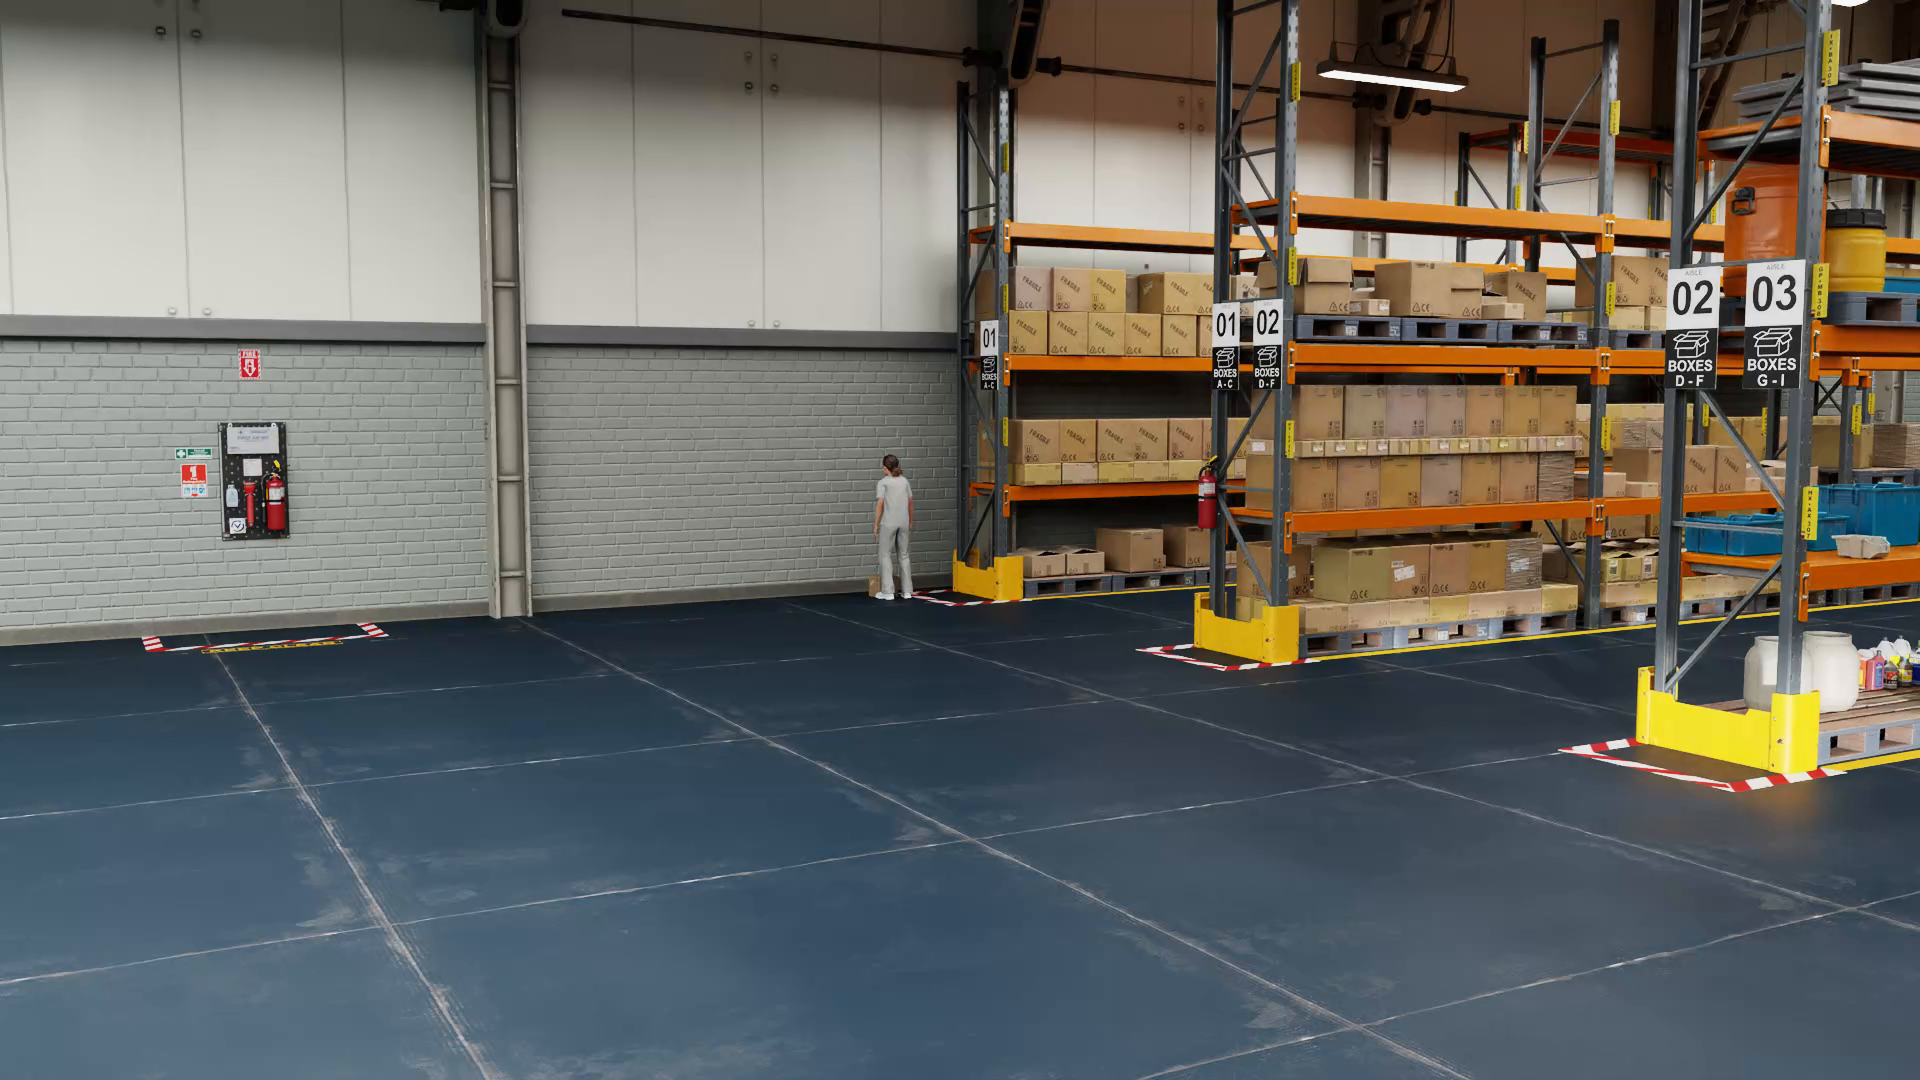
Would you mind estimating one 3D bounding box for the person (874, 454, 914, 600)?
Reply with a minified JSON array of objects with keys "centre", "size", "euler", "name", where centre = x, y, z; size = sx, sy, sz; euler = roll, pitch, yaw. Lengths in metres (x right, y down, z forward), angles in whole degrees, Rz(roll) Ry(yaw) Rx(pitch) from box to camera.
[{"centre":[-0.765,-0.154,19.186],"size":[0.485,1.672,0.360],"euler":[-3,6,-28],"name":"person"}]
